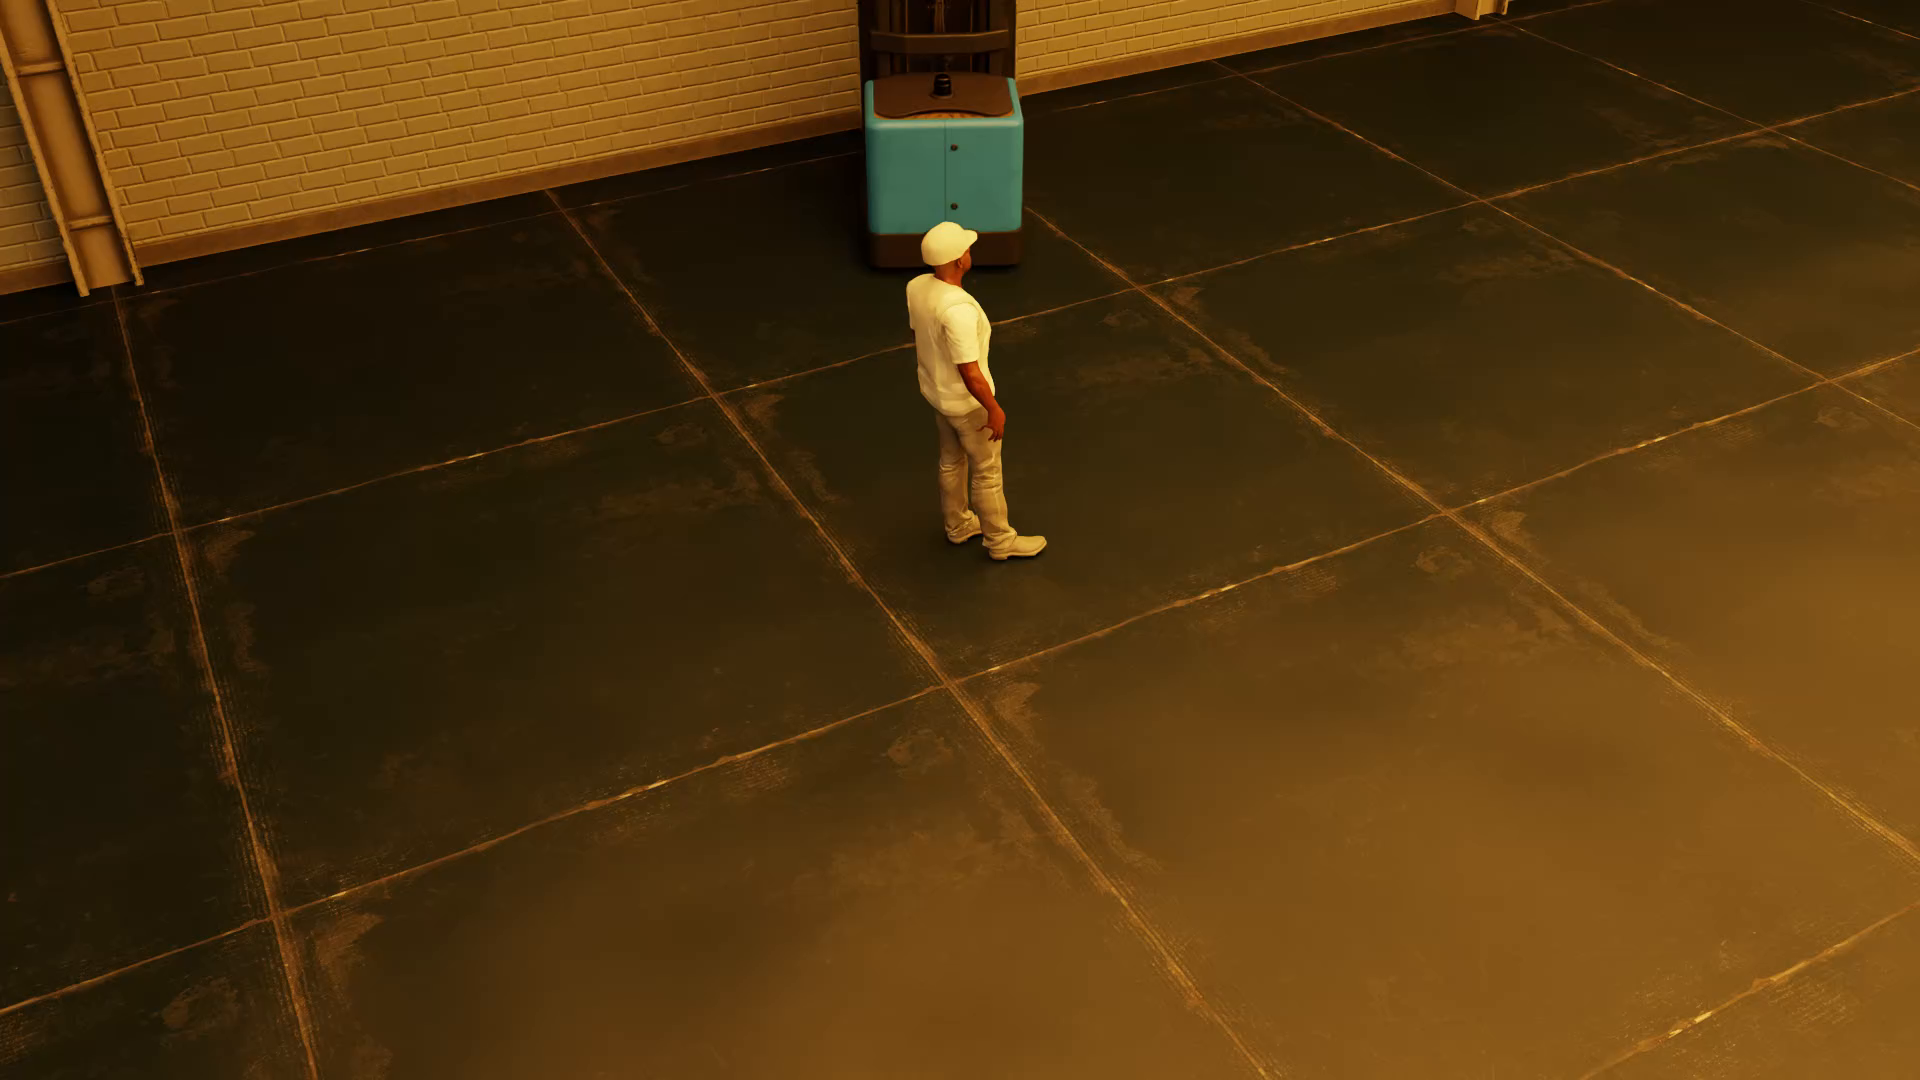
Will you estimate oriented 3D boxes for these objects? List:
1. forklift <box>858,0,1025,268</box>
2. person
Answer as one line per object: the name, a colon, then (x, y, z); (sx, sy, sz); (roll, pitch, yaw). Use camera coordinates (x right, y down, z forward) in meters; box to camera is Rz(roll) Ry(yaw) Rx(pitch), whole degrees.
forklift: (-0.170, -3.842, 11.558); (1.130, 2.935, 3.031); (-2, 35, -2)
person: (0.064, -0.741, 8.174); (0.575, 1.761, 0.666); (-17, 39, -23)
